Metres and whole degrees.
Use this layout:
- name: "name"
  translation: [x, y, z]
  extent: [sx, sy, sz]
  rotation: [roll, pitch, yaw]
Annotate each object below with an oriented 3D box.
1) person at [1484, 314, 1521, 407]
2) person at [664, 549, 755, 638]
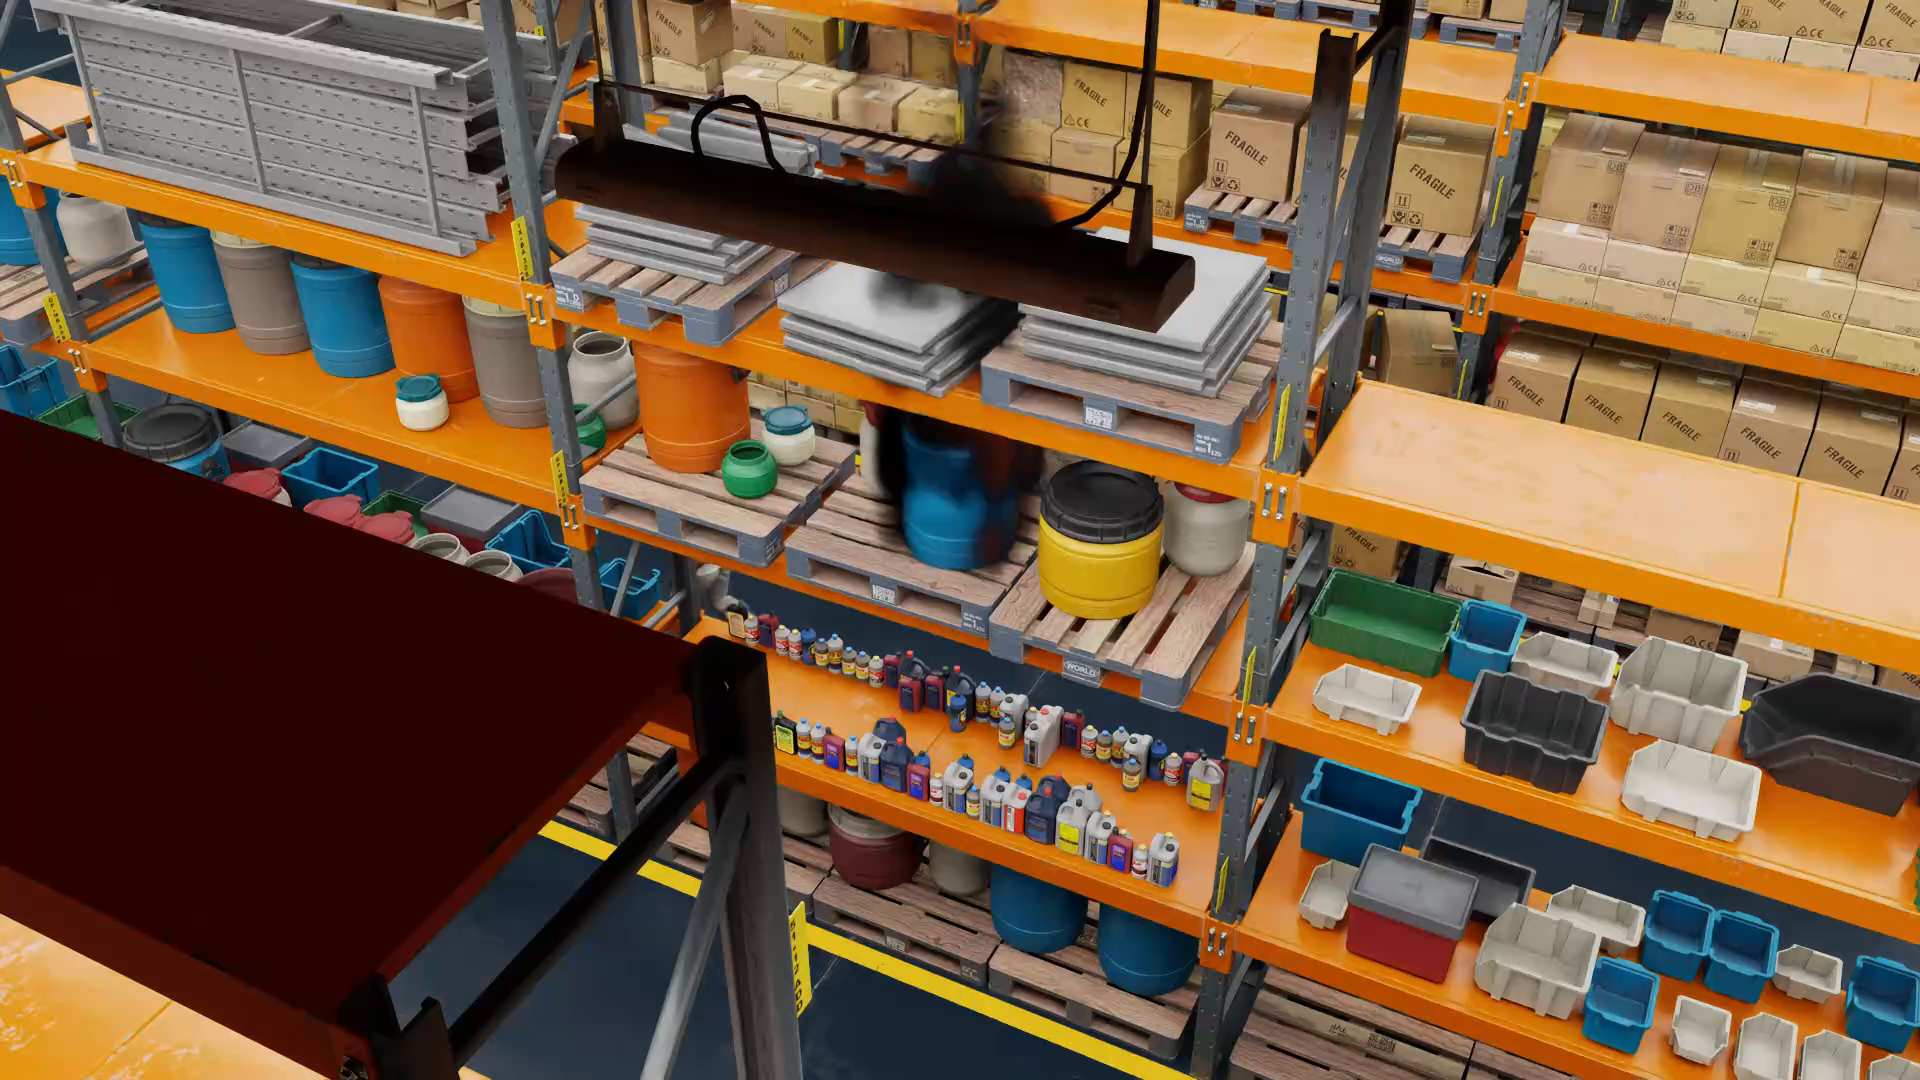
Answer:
- name: "person"
  translation: [4.666, -1.118, 13.992]
  extent: [0.963, 1.747, 0.663]
  rotation: [14, 37, 19]
- name: "person"
  translation: [-1.862, 0.200, 12.135]
  extent: [0.924, 1.686, 0.604]
  rotation: [11, 37, 15]
